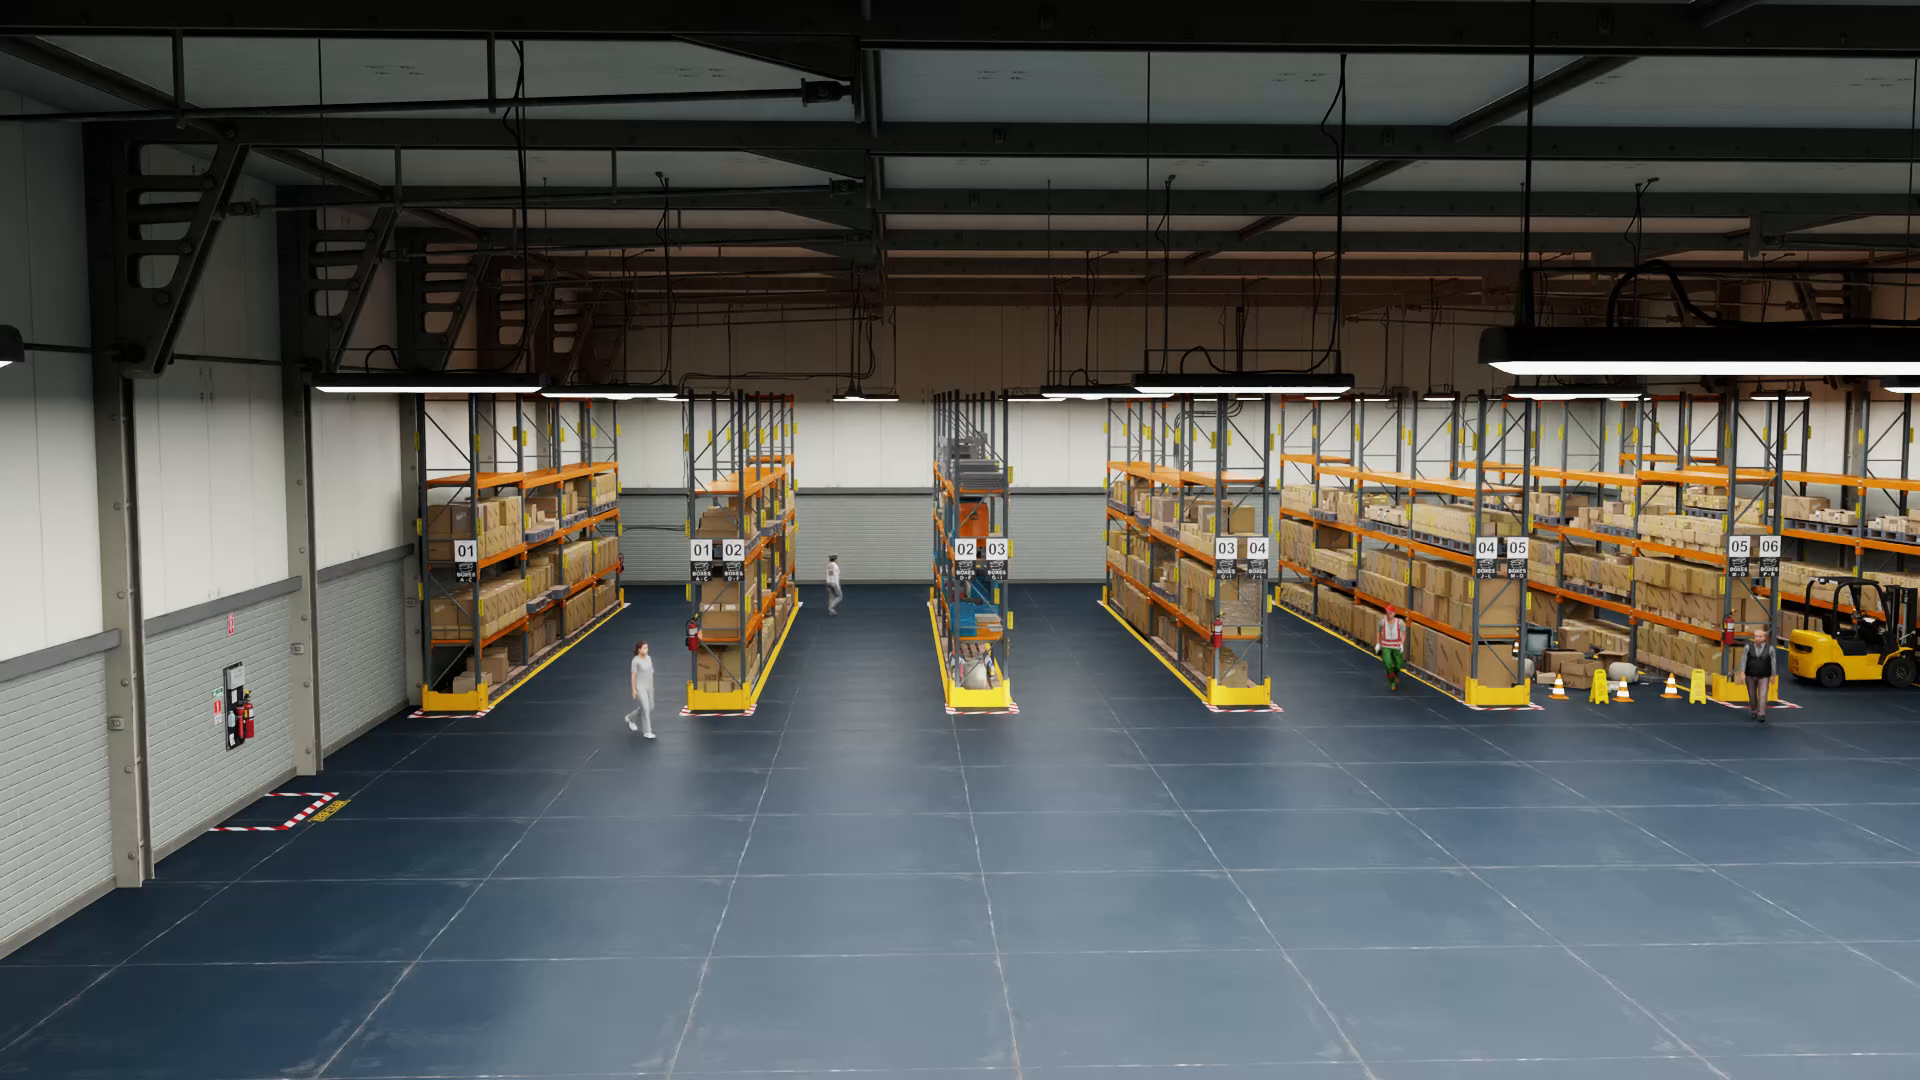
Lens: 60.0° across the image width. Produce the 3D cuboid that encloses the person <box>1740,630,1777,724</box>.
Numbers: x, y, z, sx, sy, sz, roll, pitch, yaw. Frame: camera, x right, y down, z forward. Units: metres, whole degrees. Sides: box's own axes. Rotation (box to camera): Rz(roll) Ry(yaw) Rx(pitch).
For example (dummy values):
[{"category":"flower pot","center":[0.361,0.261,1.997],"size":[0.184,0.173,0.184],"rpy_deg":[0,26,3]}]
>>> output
[{"category":"person","center":[14.273,2.442,29.786],"size":[0.563,1.660,1.077],"rpy_deg":[3,6,35]}]

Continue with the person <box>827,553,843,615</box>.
[{"category":"person","center":[-3.470,1.208,45.148],"size":[0.448,1.674,0.514],"rpy_deg":[-4,6,-39]}]

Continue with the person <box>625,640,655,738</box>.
[{"category":"person","center":[-5.485,2.548,28.679],"size":[0.801,1.649,0.498],"rpy_deg":[3,6,33]}]

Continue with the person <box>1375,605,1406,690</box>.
[{"category":"person","center":[8.685,2.145,33.548],"size":[0.592,1.698,0.796],"rpy_deg":[1,5,12]}]

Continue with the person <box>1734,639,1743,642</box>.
[{"category":"person","center":[16.930,1.994,36.261],"size":[0.532,1.565,0.683],"rpy_deg":[-1,5,-15]}]
